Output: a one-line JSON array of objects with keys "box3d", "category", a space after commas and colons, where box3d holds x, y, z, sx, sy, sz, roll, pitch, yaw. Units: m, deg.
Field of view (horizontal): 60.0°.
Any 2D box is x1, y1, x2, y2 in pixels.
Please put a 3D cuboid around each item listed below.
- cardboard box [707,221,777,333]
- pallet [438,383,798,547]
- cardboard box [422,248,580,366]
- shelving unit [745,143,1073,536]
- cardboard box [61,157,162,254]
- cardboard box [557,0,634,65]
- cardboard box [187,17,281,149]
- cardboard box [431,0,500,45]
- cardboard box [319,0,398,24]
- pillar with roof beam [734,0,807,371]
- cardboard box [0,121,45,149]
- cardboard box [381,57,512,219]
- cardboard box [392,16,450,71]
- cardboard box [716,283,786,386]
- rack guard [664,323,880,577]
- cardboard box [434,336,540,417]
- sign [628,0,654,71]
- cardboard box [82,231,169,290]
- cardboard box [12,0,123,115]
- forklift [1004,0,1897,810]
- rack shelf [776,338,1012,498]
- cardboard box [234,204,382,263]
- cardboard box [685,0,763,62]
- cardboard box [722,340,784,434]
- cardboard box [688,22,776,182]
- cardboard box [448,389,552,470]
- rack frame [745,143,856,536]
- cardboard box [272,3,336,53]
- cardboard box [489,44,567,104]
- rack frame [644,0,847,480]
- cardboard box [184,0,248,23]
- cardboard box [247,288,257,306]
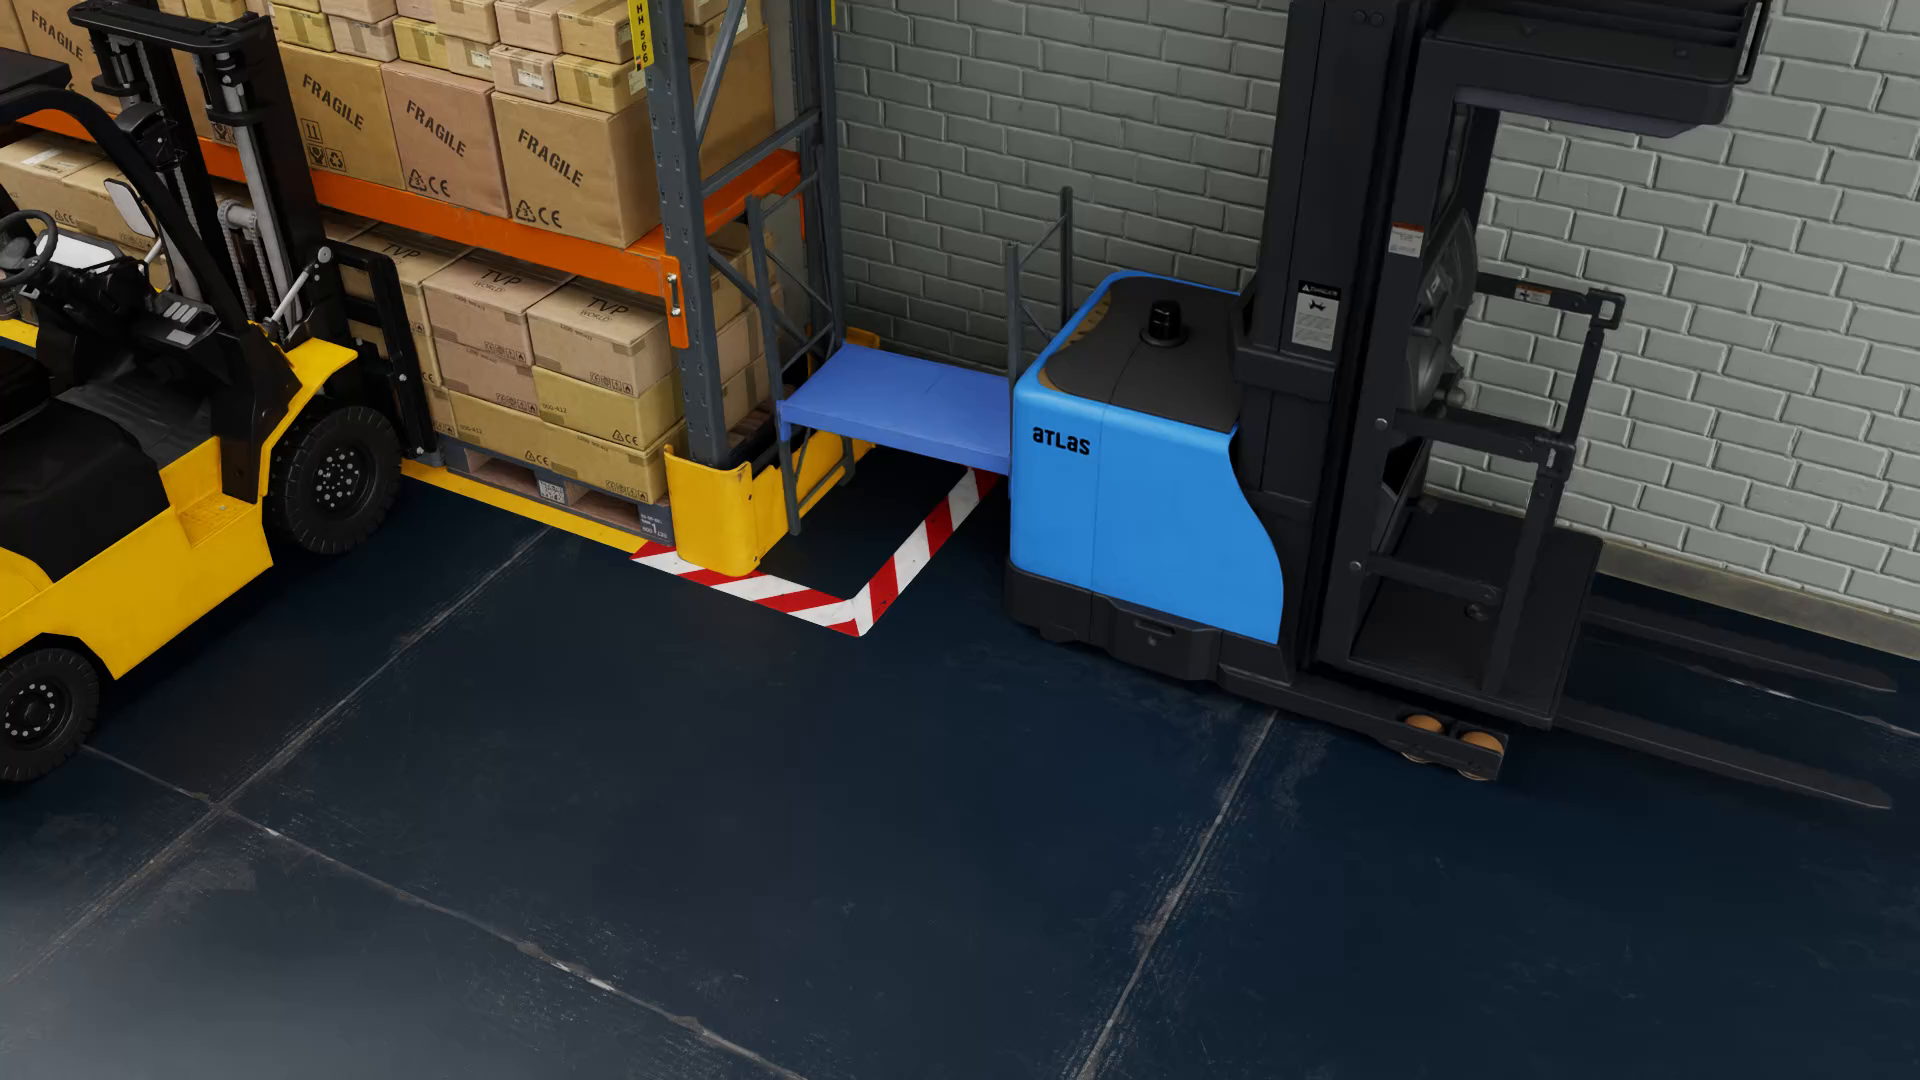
[{"box3d": [-1.101, -1.109, 6.830, 0.500, 0.250, 0.500, 17, 40, 21], "category": "cardboard box"}, {"box3d": [-1.459, -0.483, 7.211, 1.213, 0.211, 1.003, 17, 41, 21], "category": "pallet"}, {"box3d": [-1.769, -0.973, 6.651, 0.500, 0.250, 0.500, 18, 41, 22], "category": "cardboard box"}, {"box3d": [-0.150, -0.629, 6.319, 1.048, 1.500, 0.538, 15, 41, 22], "category": "shelving unit"}, {"box3d": [-3.578, -1.535, 7.392, 0.500, 0.250, 0.500, 17, 41, 22], "category": "cardboard box"}, {"box3d": [-1.176, -1.806, 5.784, 0.250, 0.149, 0.380, 17, 41, 22], "category": "cardboard box"}, {"box3d": [-2.682, -1.864, 6.643, 0.500, 0.500, 0.500, 18, 41, 22], "category": "cardboard box"}, {"box3d": [-1.654, -1.917, 5.929, 0.250, 0.149, 0.380, 18, 41, 22], "category": "cardboard box"}, {"box3d": [-2.123, -2.039, 6.089, 0.250, 0.149, 0.380, 18, 41, 23], "category": "cardboard box"}, {"box3d": [-2.945, -2.159, 2.152, 0.400, 9.000, 9.100, 17, 41, 21], "category": "pillar with roof beam"}, {"box3d": [-4.781, -1.876, 8.357, 0.625, 0.625, 0.875, 19, 41, 23], "category": "cardboard box"}, {"box3d": [-1.775, -1.588, 6.279, 0.500, 0.500, 0.500, 19, 41, 23], "category": "cardboard box"}, {"box3d": [-1.855, -1.883, 6.130, 0.250, 0.149, 0.380, 17, 40, 21], "category": "cardboard box"}, {"box3d": [-1.083, -0.917, 6.990, 0.500, 0.250, 0.500, 18, 41, 22], "category": "cardboard box"}, {"box3d": [-0.740, -0.401, 6.865, 0.348, 0.500, 1.175, 17, 41, 21], "category": "rack guard"}, {"box3d": [-1.777, -0.787, 6.820, 0.500, 0.250, 0.500, 17, 40, 21], "category": "cardboard box"}, {"box3d": [-1.023, -1.671, 5.317, 0.005, 0.325, 0.100, 17, 41, 21], "category": "sign"}, {"box3d": [-3.577, -1.348, 7.558, 0.500, 0.250, 0.500, 17, 40, 21], "category": "cardboard box"}, {"box3d": [-3.569, -2.156, 7.027, 0.500, 0.500, 0.500, 18, 41, 22], "category": "cardboard box"}, {"box3d": [1.725, -0.716, 5.269, 3.031, 2.935, 1.130, 16, 40, 20], "category": "forklift"}, {"box3d": [-0.142, -0.486, 6.427, 1.000, 0.185, 0.538, 15, 41, 22], "category": "rack shelf"}, {"box3d": [-2.669, -1.253, 7.020, 0.500, 0.250, 0.500, 17, 40, 21], "category": "cardboard box"}, {"box3d": [-0.943, -1.935, 6.199, 0.250, 0.149, 0.380, 16, 40, 20], "category": "cardboard box"}, {"box3d": [-1.107, -0.717, 7.140, 0.500, 0.250, 0.500, 18, 41, 22], "category": "cardboard box"}, {"box3d": [-1.073, -1.730, 6.465, 0.500, 0.500, 0.500, 19, 41, 23], "category": "cardboard box"}, {"box3d": [-1.761, -0.580, 6.960, 0.500, 0.250, 0.500, 17, 41, 21], "category": "cardboard box"}, {"box3d": [-0.605, -0.748, 6.511, 0.032, 1.500, 0.500, 15, 41, 22], "category": "rack frame"}, {"box3d": [-2.348, -1.991, 6.273, 0.250, 0.149, 0.380, 18, 41, 22], "category": "cardboard box"}, {"box3d": [-1.438, -1.703, 5.893, 0.250, 0.149, 0.380, 18, 41, 22], "category": "cardboard box"}, {"box3d": [-0.761, -1.403, 6.118, 0.127, 3.000, 1.000, 17, 41, 21], "category": "rack frame"}, {"box3d": [-2.787, -2.143, 6.473, 0.250, 0.149, 0.380, 17, 40, 21], "category": "cardboard box"}, {"box3d": [-2.688, -1.061, 7.180, 0.500, 0.250, 0.500, 17, 40, 21], "category": "cardboard box"}]
